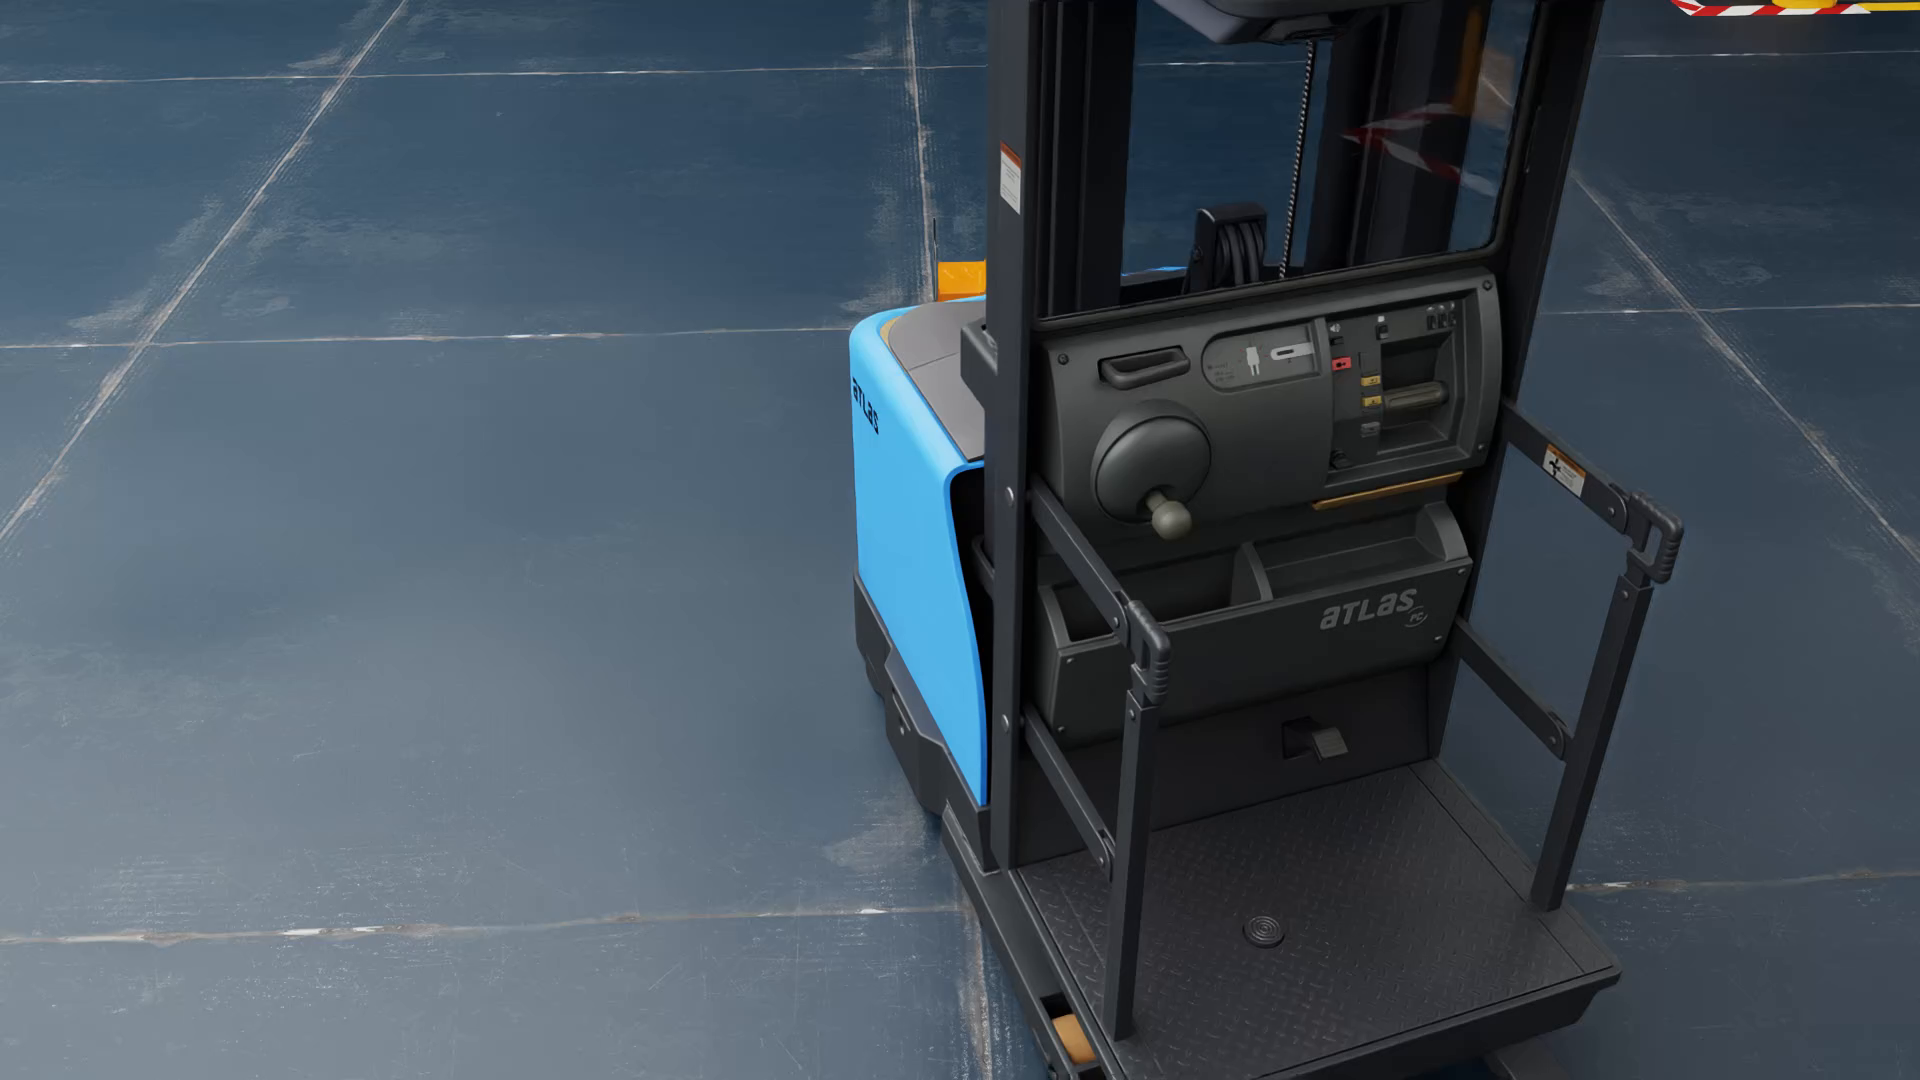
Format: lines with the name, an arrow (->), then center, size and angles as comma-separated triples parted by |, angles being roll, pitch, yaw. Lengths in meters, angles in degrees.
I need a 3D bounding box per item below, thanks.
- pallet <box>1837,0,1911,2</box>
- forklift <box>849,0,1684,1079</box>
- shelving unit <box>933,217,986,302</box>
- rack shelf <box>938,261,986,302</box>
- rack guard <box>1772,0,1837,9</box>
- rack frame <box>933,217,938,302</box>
pallet -> 5.750, -3.582, 10.240 | 1.213, 0.211, 1.003 | -2, 35, -2
forklift -> 0.680, -0.192, 2.952 | 1.130, 2.935, 3.031 | -11, 36, -16
shelving unit -> 0.053, -0.433, 4.953 | 0.252, 1.050, 0.215 | -2, 35, -2
rack shelf -> 0.053, -0.658, 4.798 | 0.240, 0.259, 0.215 | -2, 35, -2
rack guard -> 4.964, -3.656, 10.093 | 0.348, 0.500, 1.175 | -2, 35, -2
rack frame -> -0.068, -0.430, 4.949 | 0.008, 1.050, 0.200 | -2, 35, -2
